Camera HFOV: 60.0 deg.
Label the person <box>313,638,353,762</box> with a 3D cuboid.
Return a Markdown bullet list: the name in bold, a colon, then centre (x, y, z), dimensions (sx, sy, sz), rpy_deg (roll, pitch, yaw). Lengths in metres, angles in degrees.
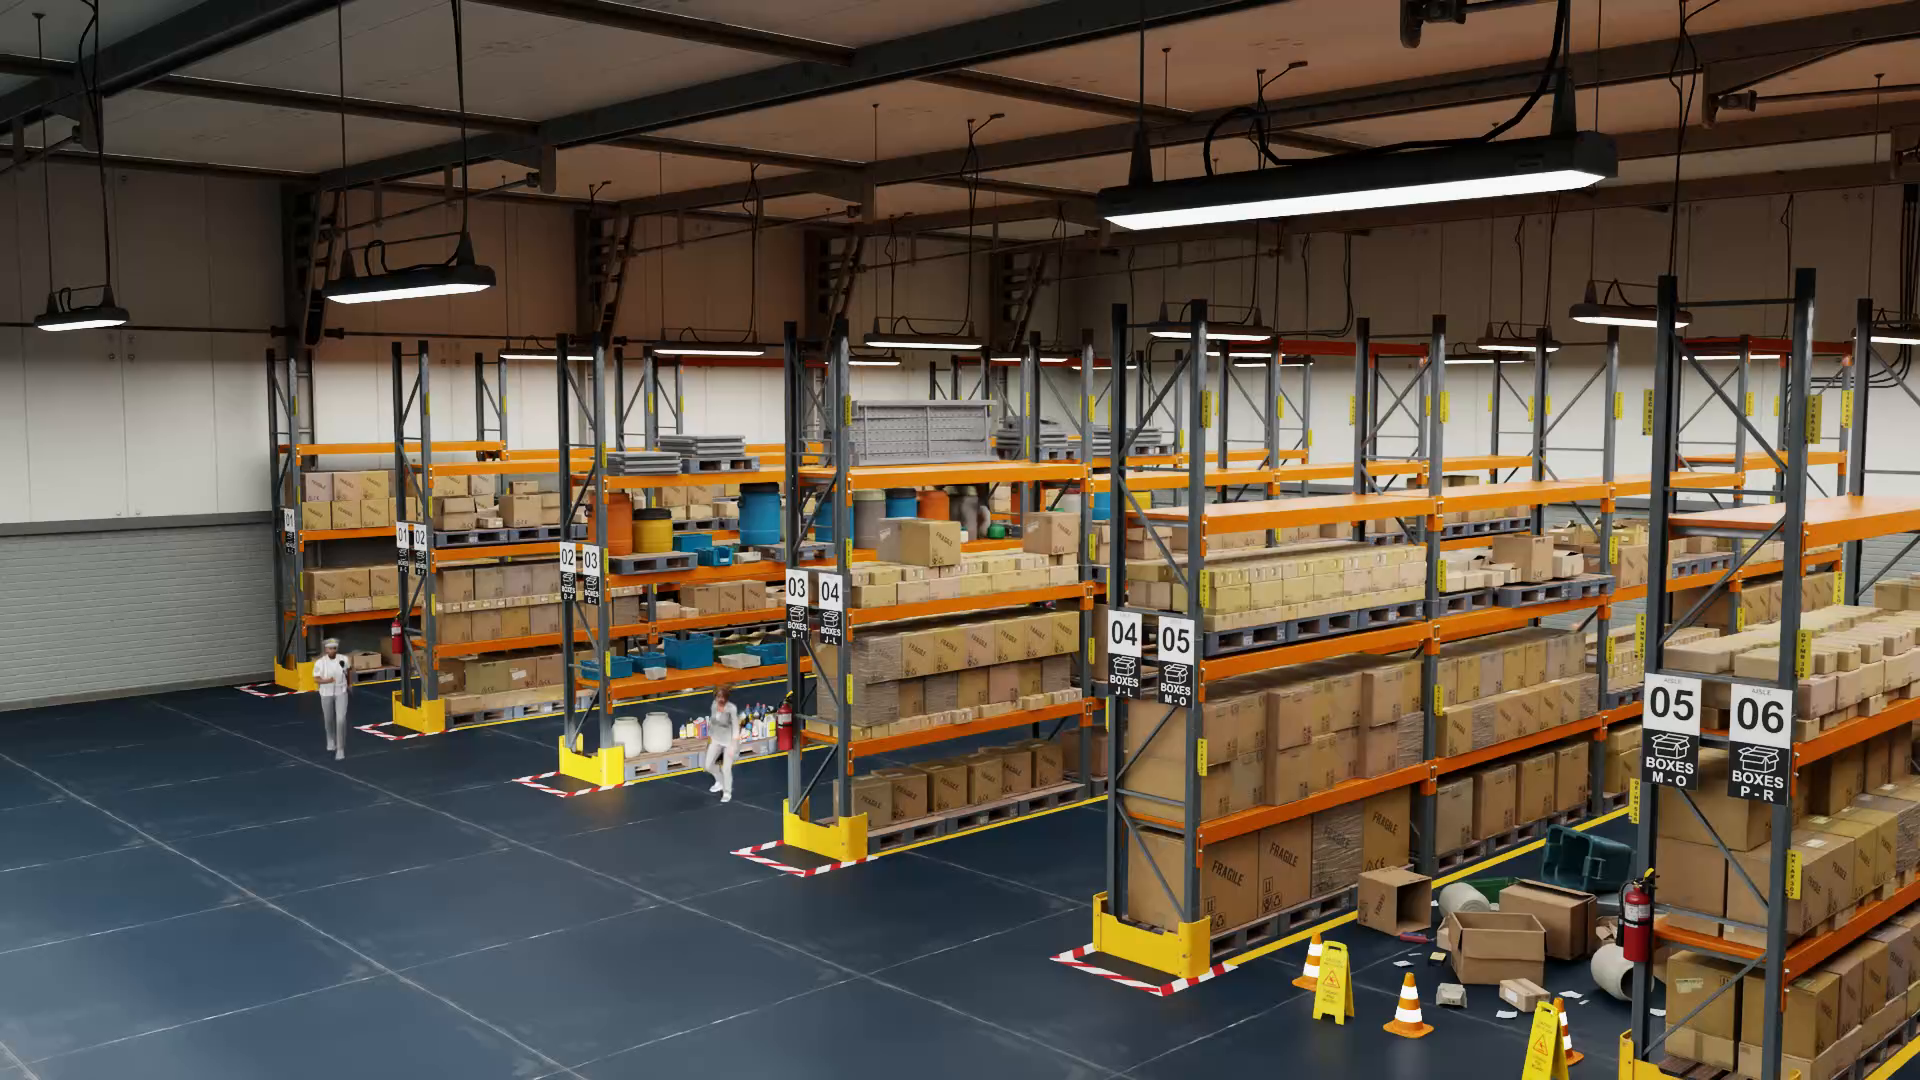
- **person**: centre (-8.985, 2.251, 23.849), dimensions (0.526, 1.739, 0.861), rpy_deg (-2, 5, -20)

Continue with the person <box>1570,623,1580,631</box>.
- **person**: centre (10.079, 2.056, 26.705), dimensions (1.115, 1.521, 0.664), rpy_deg (-3, 6, -31)

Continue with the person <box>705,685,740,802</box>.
- **person**: centre (-2.994, 2.584, 21.082), dimensions (0.561, 1.537, 0.540), rpy_deg (2, 5, 22)
